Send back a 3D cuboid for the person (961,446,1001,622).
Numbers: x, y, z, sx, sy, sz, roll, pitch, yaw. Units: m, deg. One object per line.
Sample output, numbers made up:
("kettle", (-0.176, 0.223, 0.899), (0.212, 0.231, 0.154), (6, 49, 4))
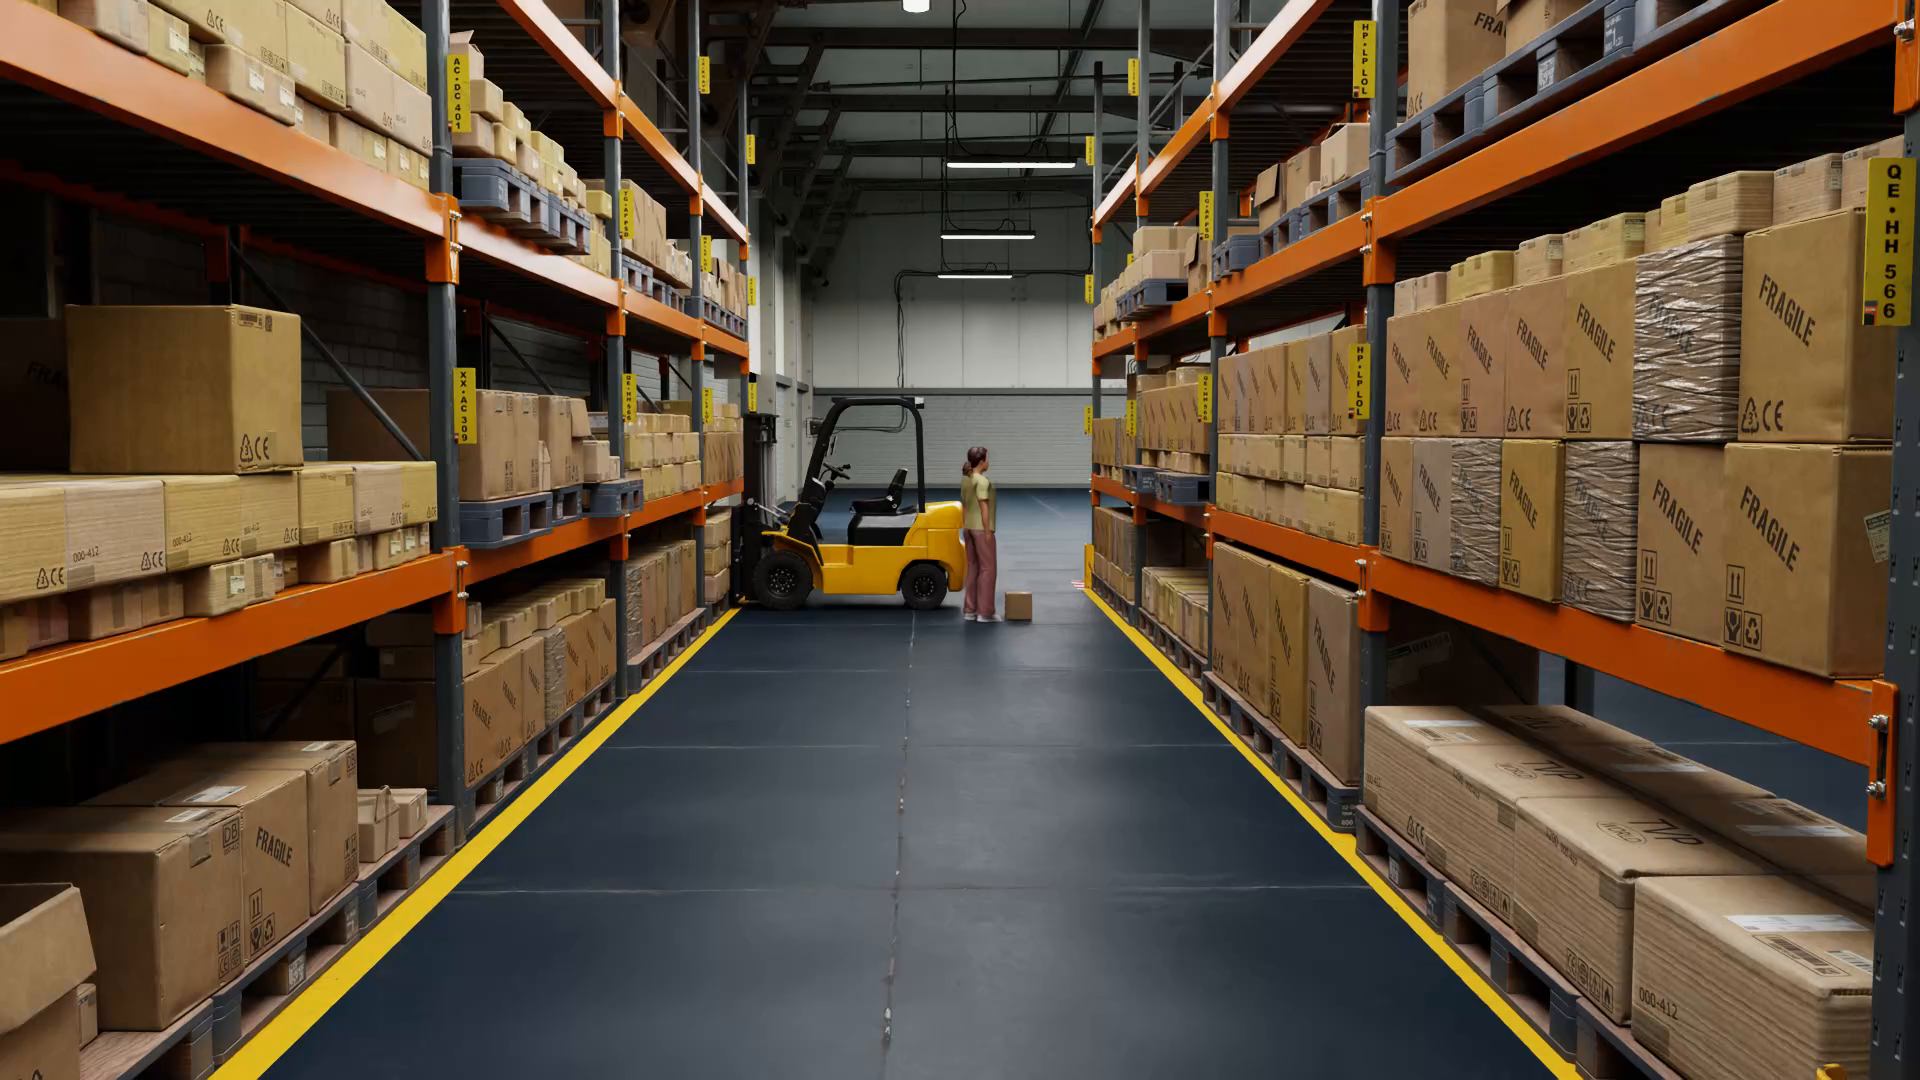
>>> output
("person", (0.184, -0.058, 15.884), (0.373, 1.674, 0.447), (-2, 4, -29))
